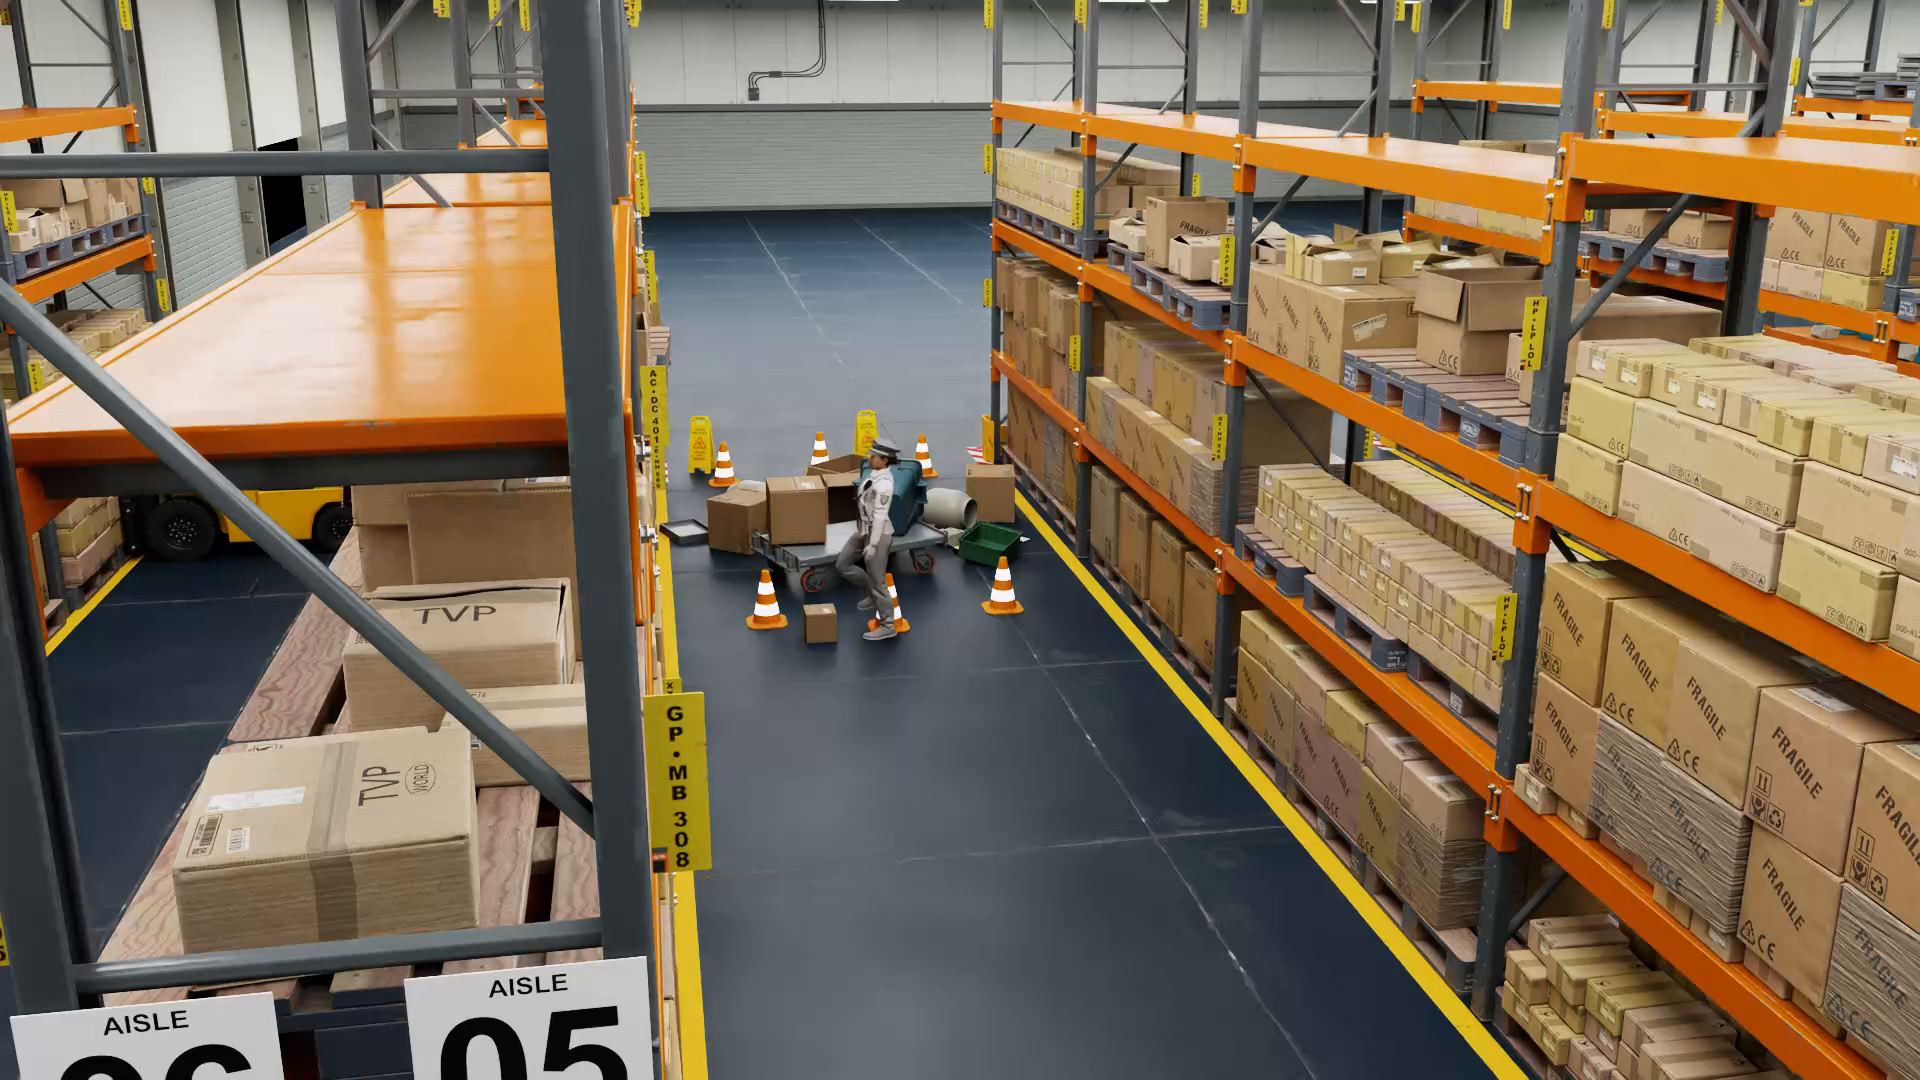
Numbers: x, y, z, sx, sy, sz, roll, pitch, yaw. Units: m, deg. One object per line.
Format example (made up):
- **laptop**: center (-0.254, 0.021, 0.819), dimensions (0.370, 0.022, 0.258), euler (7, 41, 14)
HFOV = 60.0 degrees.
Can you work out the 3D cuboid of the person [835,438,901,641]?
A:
- **person**: center (-0.743, -0.014, 13.563), dimensions (0.536, 1.681, 0.465), euler (-3, 17, -9)
